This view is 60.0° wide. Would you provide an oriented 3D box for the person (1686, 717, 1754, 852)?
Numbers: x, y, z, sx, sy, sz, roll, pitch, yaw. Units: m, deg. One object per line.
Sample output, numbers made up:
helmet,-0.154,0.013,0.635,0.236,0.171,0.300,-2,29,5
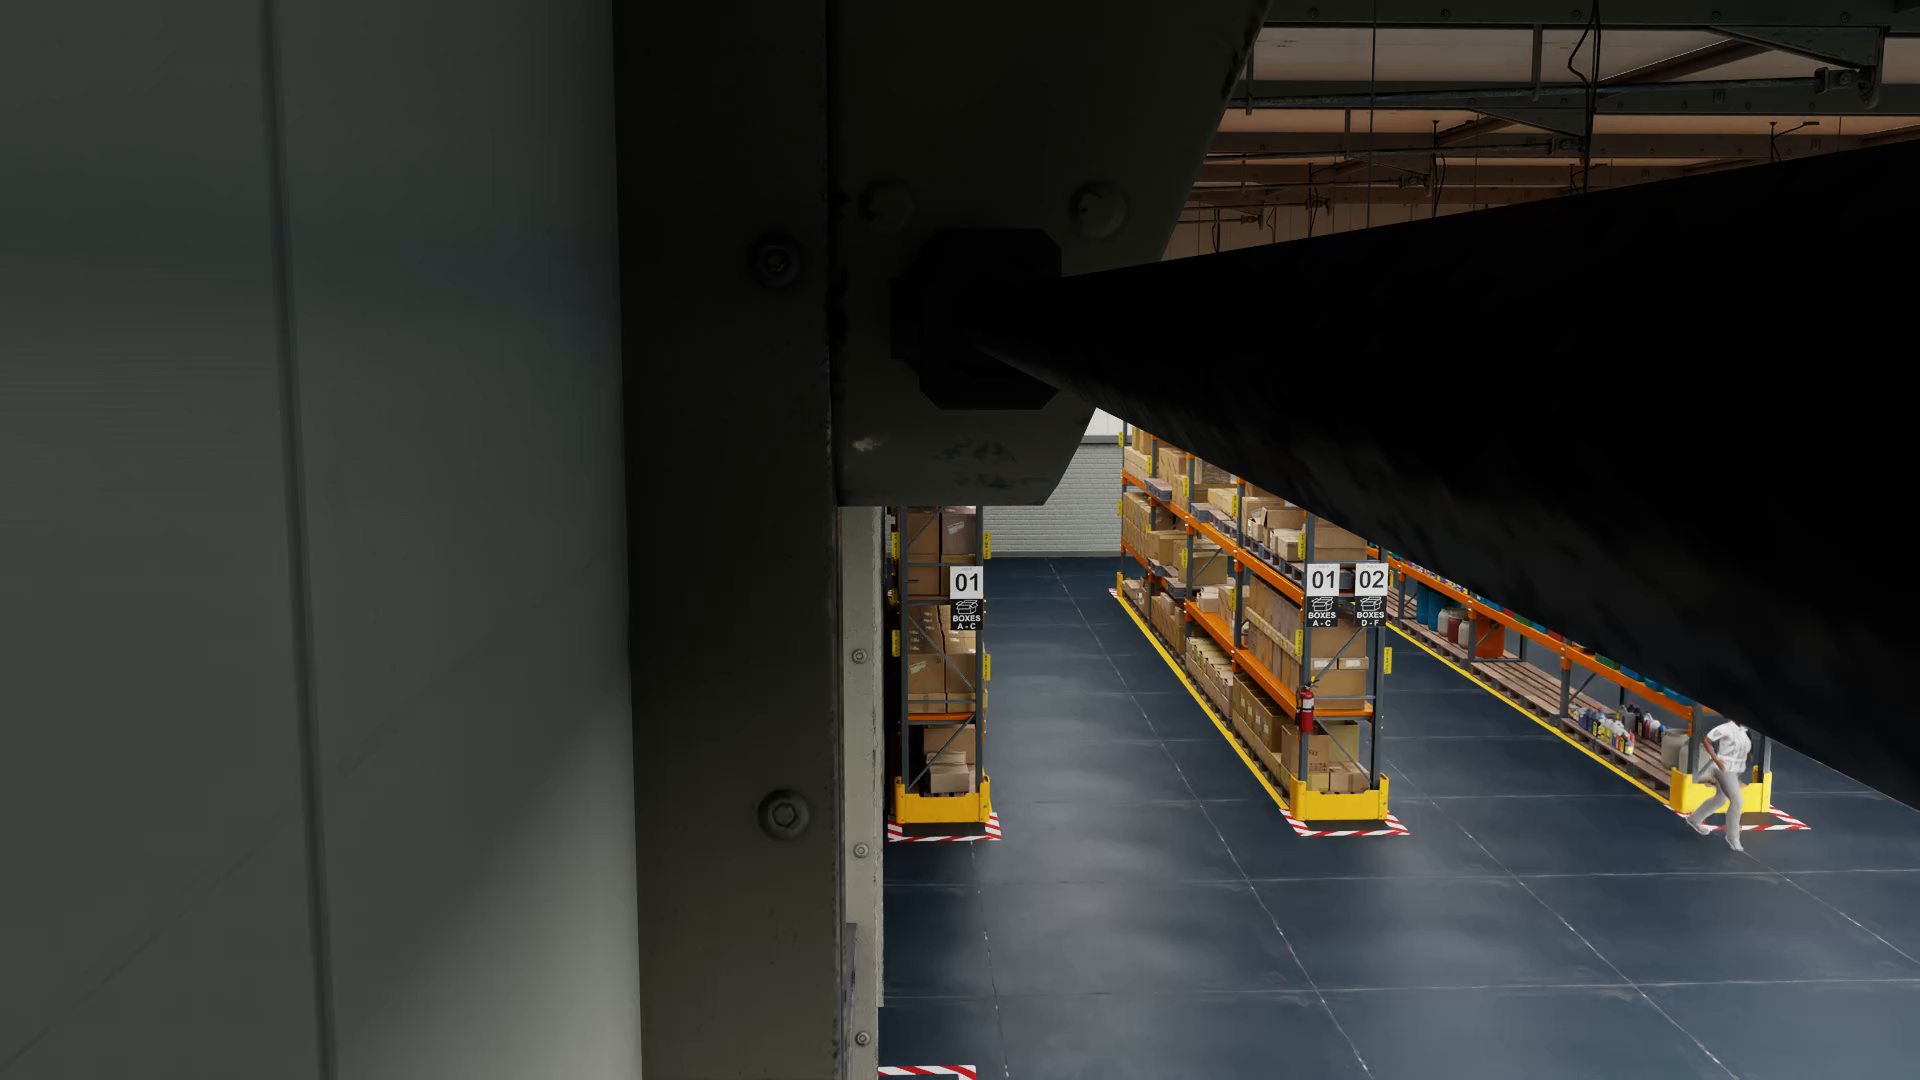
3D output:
person,9.091,2.766,19.733,0.608,1.748,0.780,-6,10,-38
